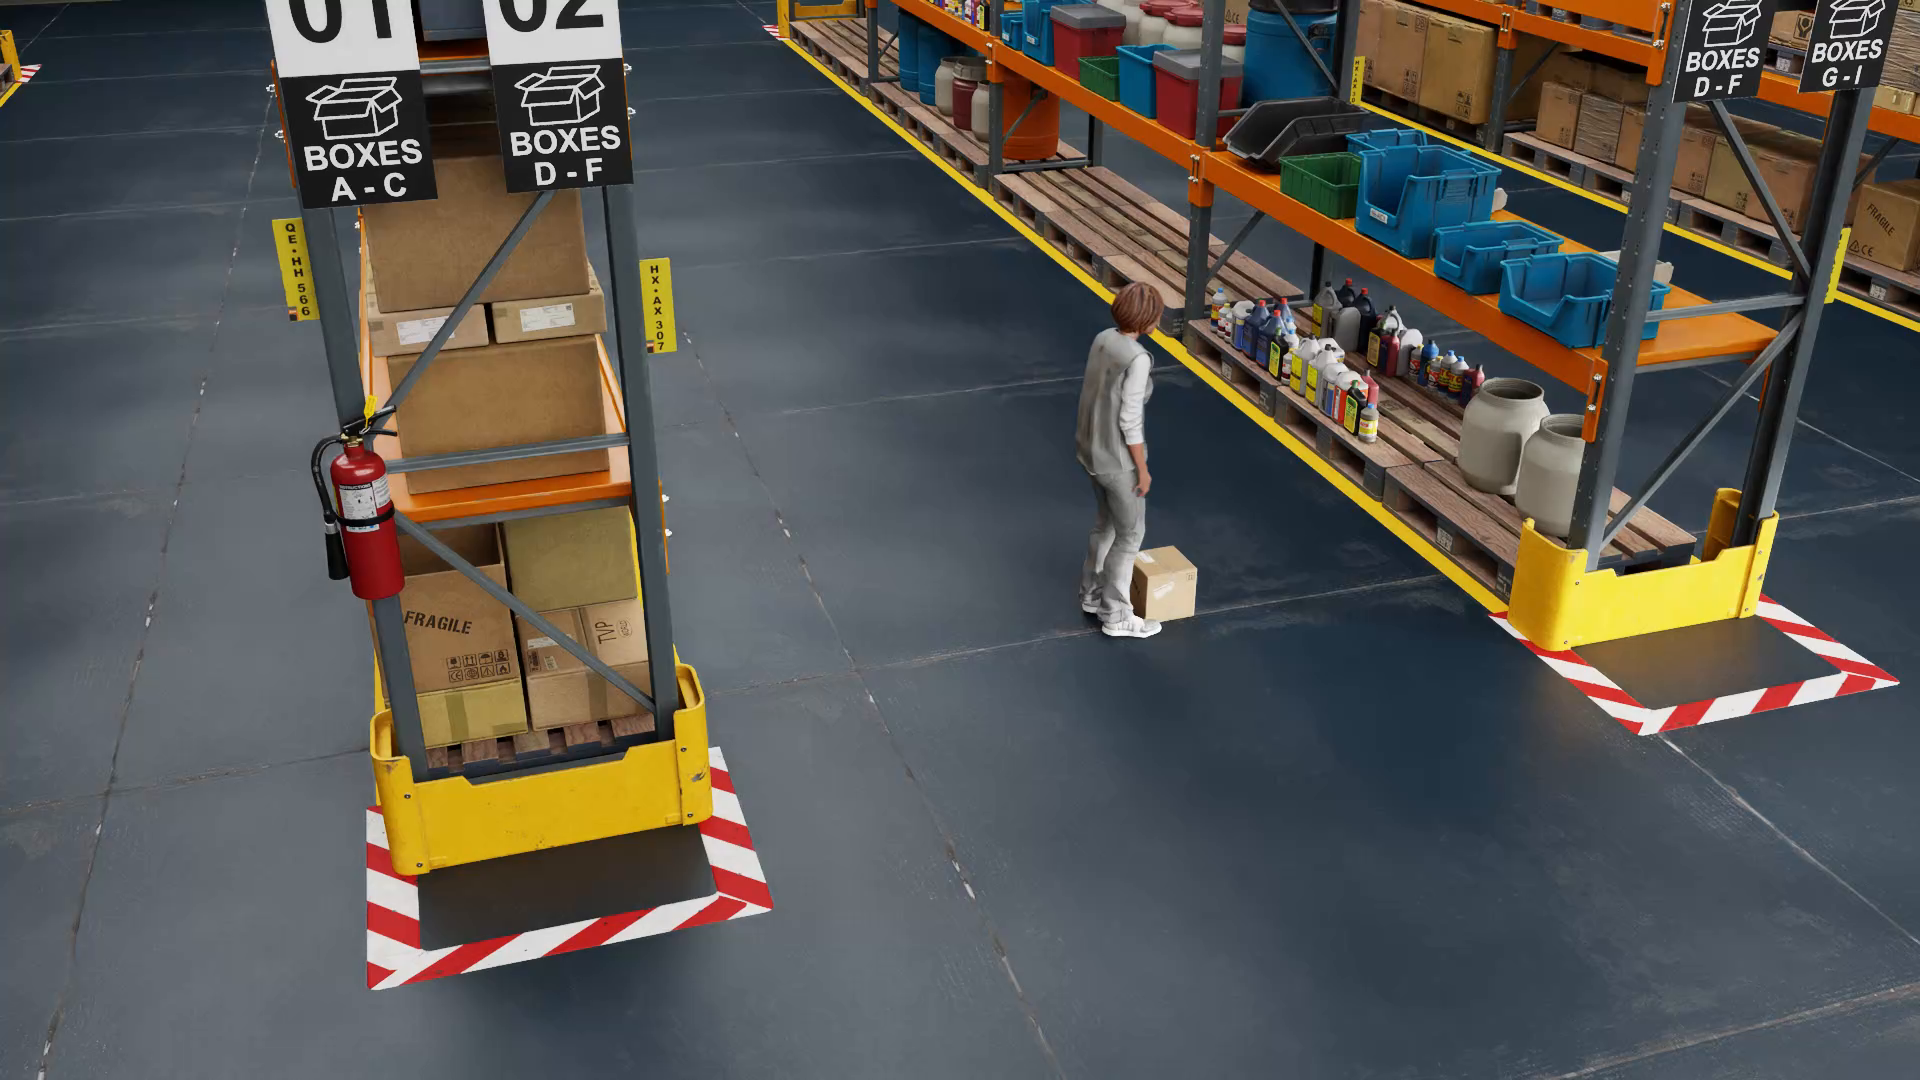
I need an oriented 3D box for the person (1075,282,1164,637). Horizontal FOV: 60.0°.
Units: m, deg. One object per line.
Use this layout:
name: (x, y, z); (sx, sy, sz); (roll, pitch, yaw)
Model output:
person: (0.700, -0.355, 7.332); (0.350, 1.593, 0.467); (-9, 28, -16)
